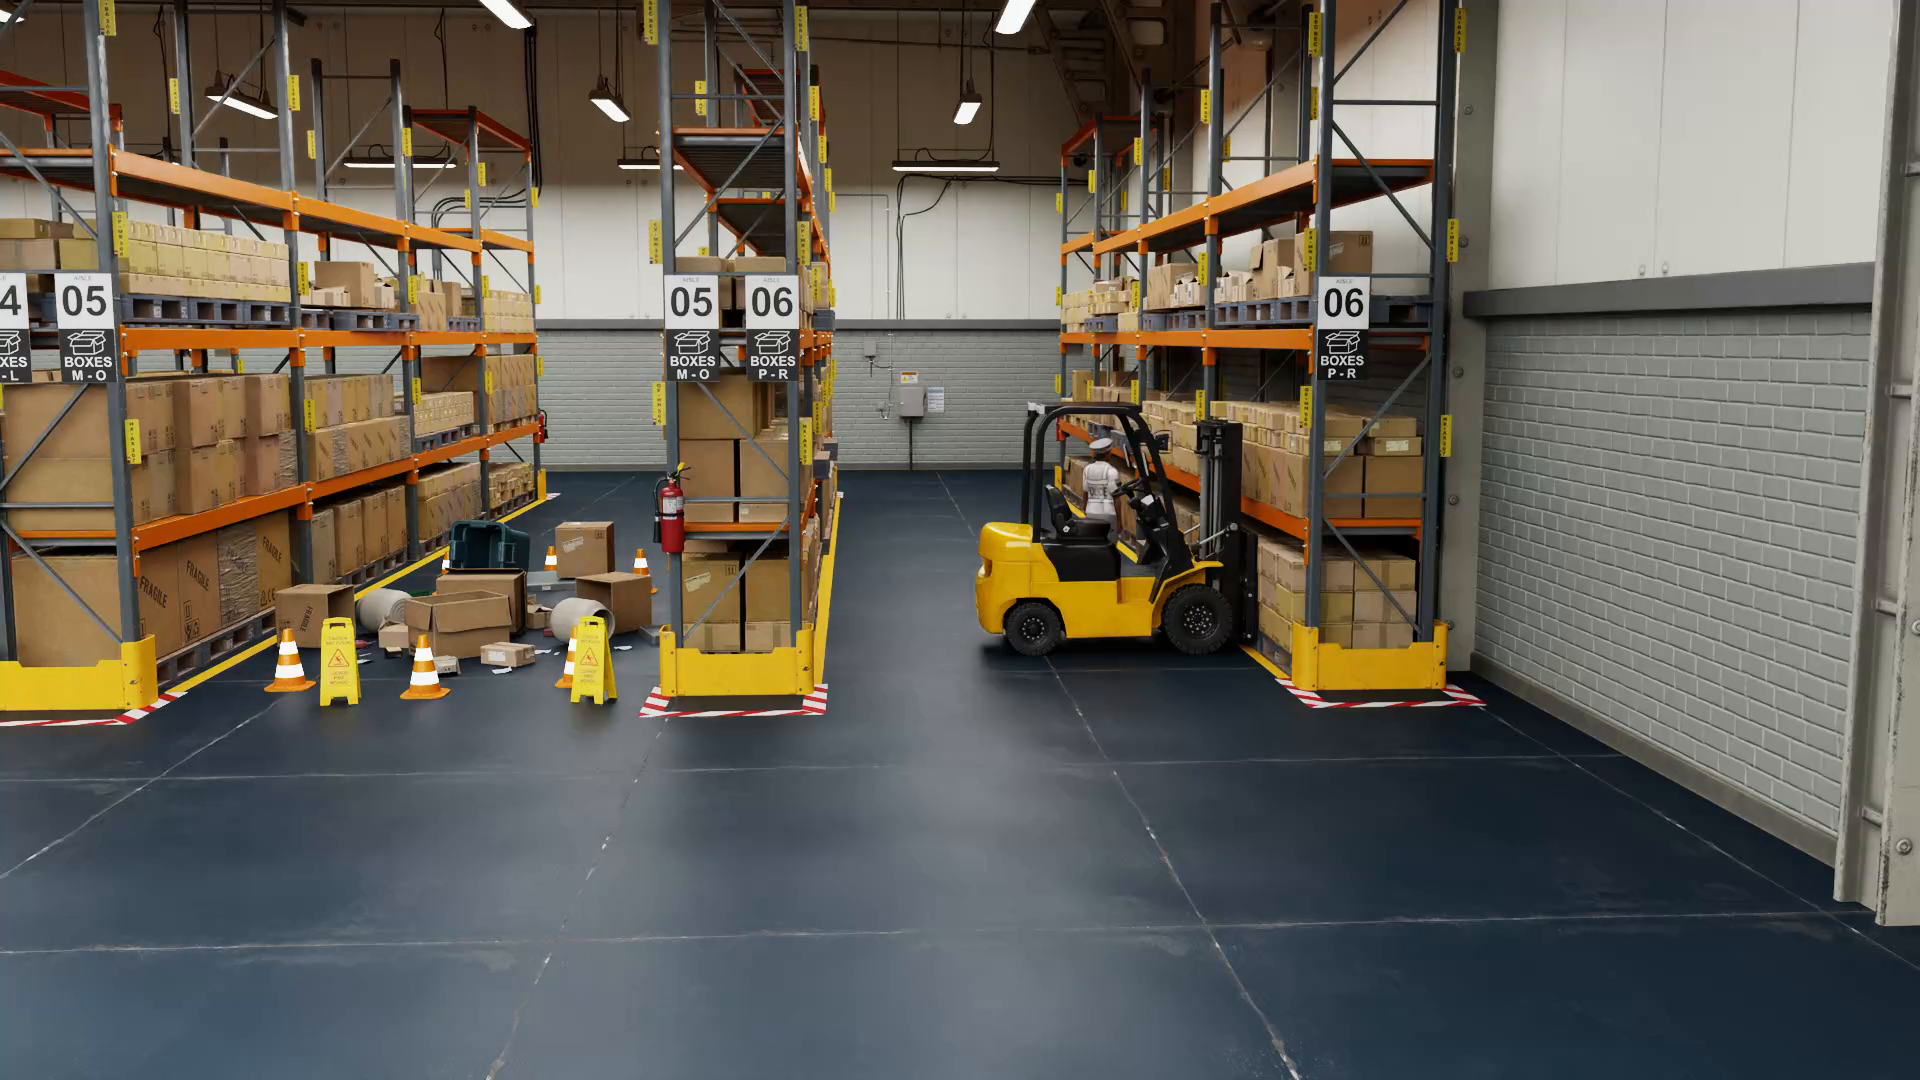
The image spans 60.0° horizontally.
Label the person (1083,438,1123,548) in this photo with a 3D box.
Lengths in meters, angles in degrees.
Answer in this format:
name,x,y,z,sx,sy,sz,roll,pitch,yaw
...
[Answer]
name,x,y,z,sx,sy,sz,roll,pitch,yaw
person,1.519,-0.181,17.541,0.455,1.778,0.404,6,9,40
